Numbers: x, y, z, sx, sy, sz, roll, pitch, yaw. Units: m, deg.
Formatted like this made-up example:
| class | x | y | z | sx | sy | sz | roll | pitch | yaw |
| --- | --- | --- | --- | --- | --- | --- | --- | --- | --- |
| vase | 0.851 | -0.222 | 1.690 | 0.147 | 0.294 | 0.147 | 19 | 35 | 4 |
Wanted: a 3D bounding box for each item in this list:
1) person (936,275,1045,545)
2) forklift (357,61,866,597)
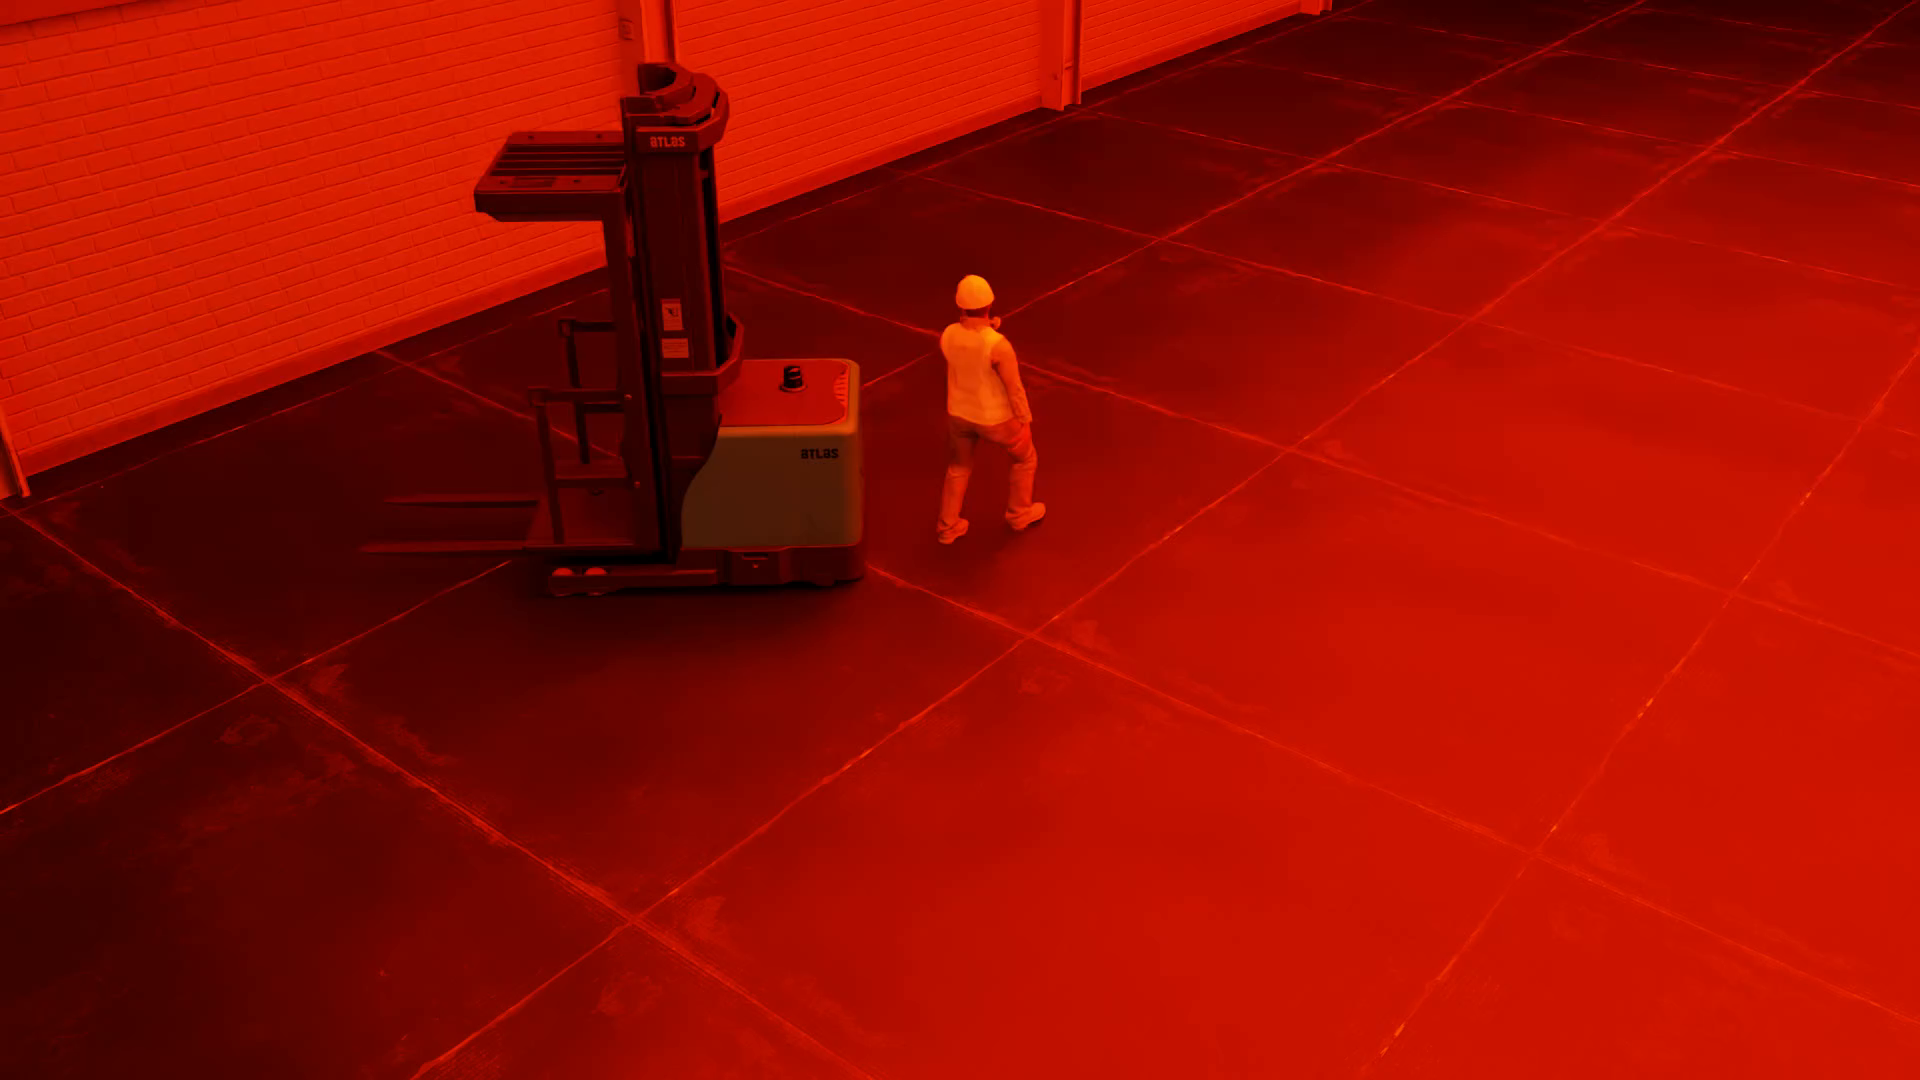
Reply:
| class | x | y | z | sx | sy | sz | roll | pitch | yaw |
| --- | --- | --- | --- | --- | --- | --- | --- | --- | --- |
| person | 0.187 | -0.809 | 10.195 | 0.651 | 1.719 | 0.712 | 17 | 34 | 26 |
| forklift | -2.104 | -1.201 | 9.650 | 3.031 | 2.935 | 1.130 | -1 | 30 | -2 |
